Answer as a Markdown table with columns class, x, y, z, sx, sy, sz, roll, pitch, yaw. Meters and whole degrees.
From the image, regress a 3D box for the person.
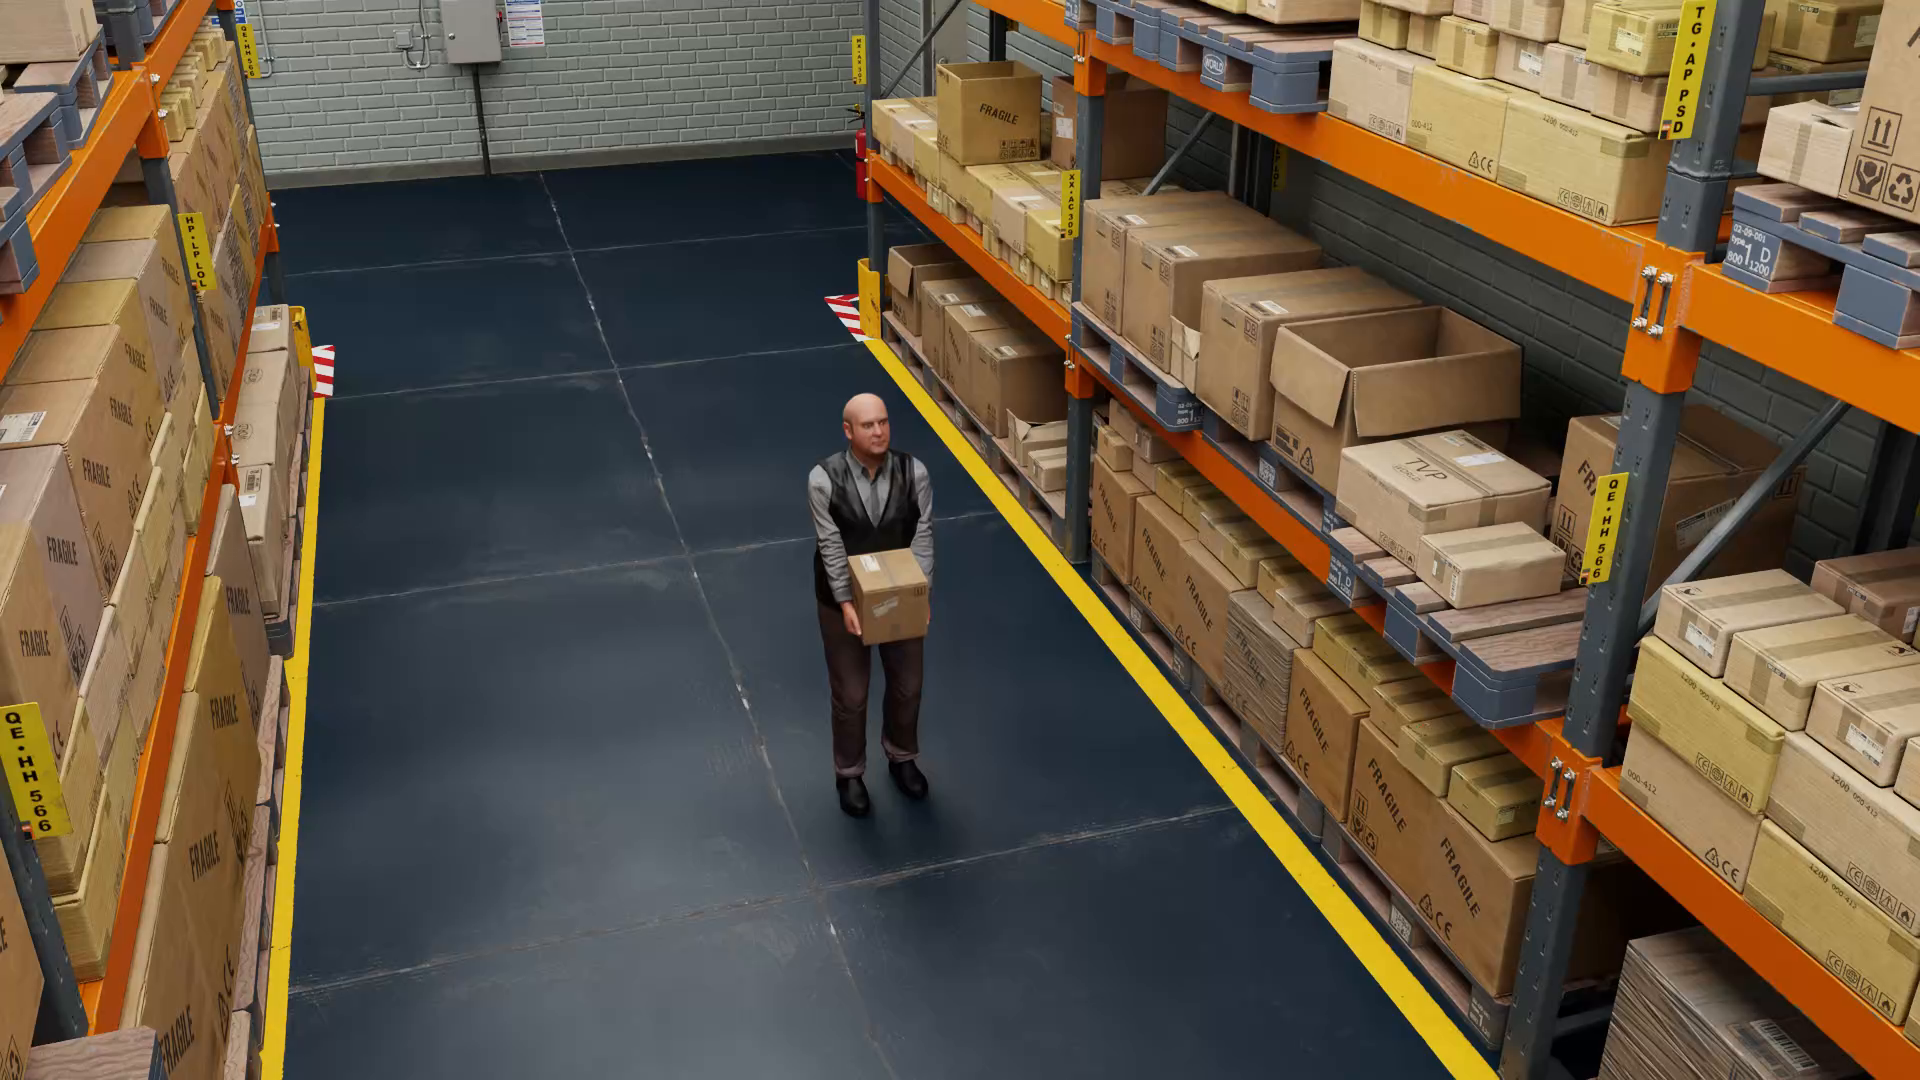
| class | x | y | z | sx | sy | sz | roll | pitch | yaw |
| --- | --- | --- | --- | --- | --- | --- | --- | --- | --- |
| person | -0.317 | 0.282 | 6.579 | 0.494 | 1.711 | 0.551 | -8 | 27 | -16 |
